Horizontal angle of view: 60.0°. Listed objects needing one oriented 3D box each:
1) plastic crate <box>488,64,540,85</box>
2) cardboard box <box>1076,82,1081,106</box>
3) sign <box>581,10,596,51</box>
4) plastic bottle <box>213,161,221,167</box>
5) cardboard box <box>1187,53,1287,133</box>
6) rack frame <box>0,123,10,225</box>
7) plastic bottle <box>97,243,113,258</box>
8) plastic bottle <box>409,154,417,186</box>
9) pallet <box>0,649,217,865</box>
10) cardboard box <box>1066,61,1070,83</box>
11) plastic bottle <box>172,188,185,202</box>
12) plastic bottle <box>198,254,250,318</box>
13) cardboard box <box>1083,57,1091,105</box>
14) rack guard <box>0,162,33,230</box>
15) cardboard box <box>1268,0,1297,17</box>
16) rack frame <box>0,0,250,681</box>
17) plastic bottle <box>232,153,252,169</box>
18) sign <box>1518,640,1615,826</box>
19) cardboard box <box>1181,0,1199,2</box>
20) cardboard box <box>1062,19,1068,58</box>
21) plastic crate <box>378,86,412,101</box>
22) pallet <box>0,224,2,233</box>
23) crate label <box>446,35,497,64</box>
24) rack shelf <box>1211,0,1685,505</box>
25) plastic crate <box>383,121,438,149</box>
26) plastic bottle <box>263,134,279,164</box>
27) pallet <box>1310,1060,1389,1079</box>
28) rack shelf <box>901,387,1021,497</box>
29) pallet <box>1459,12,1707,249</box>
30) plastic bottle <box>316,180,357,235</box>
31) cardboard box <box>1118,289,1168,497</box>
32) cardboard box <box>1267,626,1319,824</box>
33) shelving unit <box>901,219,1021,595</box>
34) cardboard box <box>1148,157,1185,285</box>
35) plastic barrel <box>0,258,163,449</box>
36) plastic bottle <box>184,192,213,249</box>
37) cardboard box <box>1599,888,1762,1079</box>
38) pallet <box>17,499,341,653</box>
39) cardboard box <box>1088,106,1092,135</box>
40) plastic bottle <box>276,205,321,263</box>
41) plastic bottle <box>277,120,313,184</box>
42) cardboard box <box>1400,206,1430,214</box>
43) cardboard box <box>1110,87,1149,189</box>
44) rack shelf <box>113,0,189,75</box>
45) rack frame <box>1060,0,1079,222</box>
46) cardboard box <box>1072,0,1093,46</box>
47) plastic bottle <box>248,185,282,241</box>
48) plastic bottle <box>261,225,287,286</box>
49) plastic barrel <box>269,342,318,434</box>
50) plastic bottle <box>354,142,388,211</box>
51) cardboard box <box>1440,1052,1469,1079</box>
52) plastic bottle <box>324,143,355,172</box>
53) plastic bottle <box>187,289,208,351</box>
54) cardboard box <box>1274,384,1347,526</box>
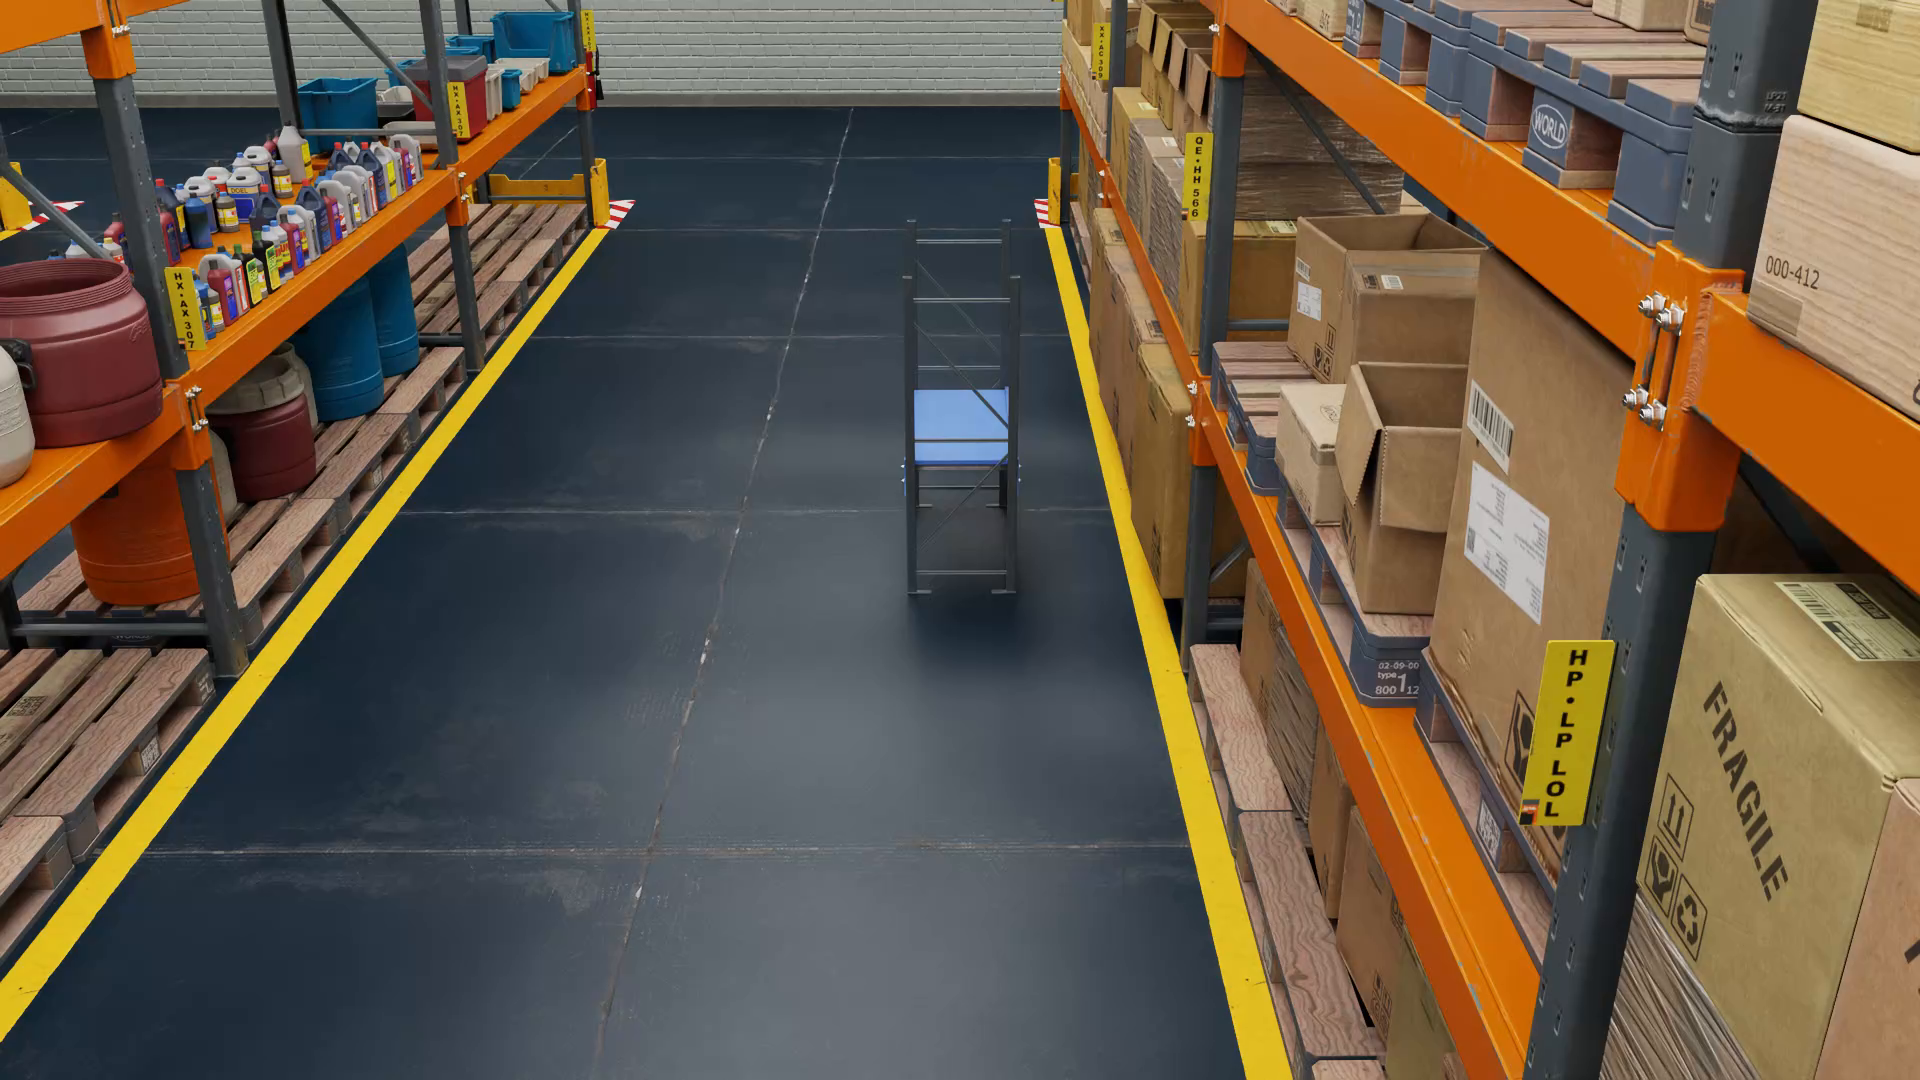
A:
[{"bbox_3d":[-3.424,-3.553,12.712,0.396,0.136,0.243,0,24,-1],"label":"plastic crate"},{"bbox_3d":[1.042,-3.226,12.048,0.380,0.149,0.250,-1,24,-2],"label":"cardboard box"},{"bbox_3d":[-3.052,-4.184,13.662,0.100,0.325,0.005,0,24,-1],"label":"sign"},{"bbox_3d":[-3.972,-1.880,8.908,0.061,0.283,0.133,0,24,-1],"label":"plastic bottle"},{"bbox_3d":[1.441,-1.898,7.469,0.797,0.503,0.637,0,24,1],"label":"cardboard box"},{"bbox_3d":[-8.555,-4.079,13.630,1.000,3.000,0.127,0,24,-1],"label":"rack frame"},{"bbox_3d":[-3.938,-1.261,7.640,0.097,0.201,0.097,0,24,0],"label":"plastic bottle"},{"bbox_3d":[-3.203,-2.153,9.611,0.097,0.201,0.097,0,24,0],"label":"plastic bottle"},{"bbox_3d":[-3.545,0.786,6.255,1.003,0.211,1.213,0,24,-1],"label":"pallet"},{"bbox_3d":[1.032,-3.649,12.983,0.380,0.149,0.250,-1,24,-2],"label":"cardboard box"},{"bbox_3d":[-3.947,-1.636,8.383,0.097,0.271,0.097,0,24,0],"label":"plastic bottle"},{"bbox_3d":[-3.202,-1.118,7.231,0.152,0.276,0.135,0,24,-1],"label":"plastic bottle"},{"bbox_3d":[1.113,-3.146,11.386,0.500,0.250,0.500,0,24,1],"label":"cardboard box"},{"bbox_3d":[-8.555,-2.909,14.076,1.175,0.500,0.348,0,24,-1],"label":"rack guard"},{"bbox_3d":[1.193,-1.718,4.950,0.500,0.250,0.500,0,24,1],"label":"cardboard box"},{"bbox_3d":[-3.515,-0.804,6.387,1.000,3.000,0.127,0,24,-1],"label":"rack frame"},{"bbox_3d":[-3.957,-2.002,9.193,0.097,0.271,0.097,0,24,0],"label":"plastic bottle"},{"bbox_3d":[0.926,0.299,2.544,0.100,0.325,0.005,0,24,-1],"label":"sign"},{"bbox_3d":[1.644,-3.082,10.334,0.500,0.500,0.500,0,24,-1],"label":"cardboard box"},{"bbox_3d":[1.086,-3.991,13.254,0.500,0.250,0.500,-1,24,-2],"label":"cardboard box"},{"bbox_3d":[-3.878,-3.075,11.657,0.293,0.136,0.466,0,24,-1],"label":"plastic crate"},{"bbox_3d":[-8.545,-2.449,13.409,1.003,0.211,1.213,0,24,-1],"label":"pallet"},{"bbox_3d":[-3.929,-3.948,13.470,0.416,0.233,0.303,0,24,-1],"label":"crate label"},{"bbox_3d":[1.459,-1.041,4.144,1.077,0.370,4.000,0,24,-1],"label":"rack shelf"},{"bbox_3d":[-3.421,-2.551,10.499,0.396,0.136,0.243,0,24,-1],"label":"plastic crate"},{"bbox_3d":[-3.980,-2.191,9.595,0.061,0.283,0.133,0,24,-1],"label":"plastic bottle"},{"bbox_3d":[1.471,1.772,4.076,1.003,0.211,1.213,0,24,-1],"label":"pallet"},{"bbox_3d":[0.001,-0.484,7.937,0.538,0.185,1.000,0,24,-1],"label":"rack shelf"},{"bbox_3d":[1.581,-0.714,2.776,1.213,0.211,1.003,0,24,-1],"label":"pallet"},{"bbox_3d":[-3.218,-1.725,8.575,0.152,0.276,0.135,0,24,-1],"label":"plastic bottle"},{"bbox_3d":[1.449,-0.701,8.229,1.225,0.875,0.875,0,24,0],"label":"cardboard box"},{"bbox_3d":[1.484,0.617,5.745,0.700,0.500,0.500,-2,24,-5],"label":"cardboard box"},{"bbox_3d":[0.001,-0.648,7.863,0.538,1.500,1.048,0,24,-1],"label":"shelving unit"},{"bbox_3d":[1.176,-1.493,7.790,0.500,0.500,0.500,-1,24,-2],"label":"cardboard box"},{"bbox_3d":[-3.207,-0.676,5.939,0.600,0.536,0.708,0,24,-1],"label":"plastic barrel"},{"bbox_3d":[-3.802,-1.596,8.295,0.097,0.271,0.097,0,24,0],"label":"plastic bottle"},{"bbox_3d":[1.424,0.827,2.299,0.875,0.500,0.500,0,24,-1],"label":"cardboard box"},{"bbox_3d":[-3.565,0.142,7.679,1.003,0.211,1.213,0,24,-1],"label":"pallet"},{"bbox_3d":[1.055,-2.802,11.109,0.380,0.149,0.250,0,24,0],"label":"cardboard box"},{"bbox_3d":[-3.212,-1.498,8.073,0.152,0.276,0.135,0,24,-1],"label":"plastic bottle"},{"bbox_3d":[-3.879,-2.266,9.681,0.144,0.351,0.185,0,24,-1],"label":"plastic bottle"},{"bbox_3d":[1.704,-1.073,6.861,0.500,0.500,0.500,0,24,1],"label":"cardboard box"},{"bbox_3d":[1.149,-2.329,9.638,0.500,0.500,0.500,0,24,0],"label":"cardboard box"},{"bbox_3d":[-3.537,-2.667,7.739,1.077,0.370,4.000,0,24,-1],"label":"rack shelf"},{"bbox_3d":[1.350,-4.122,13.725,1.000,3.000,0.127,0,24,-1],"label":"rack frame"},{"bbox_3d":[1.103,-3.913,12.172,0.500,0.500,0.500,-1,24,-2],"label":"cardboard box"},{"bbox_3d":[-3.360,-1.542,8.079,0.144,0.351,0.185,0,24,-1],"label":"plastic bottle"},{"bbox_3d":[-3.179,-1.313,7.670,0.097,0.271,0.097,0,24,0],"label":"plastic bottle"},{"bbox_3d":[-3.645,-0.761,8.801,0.421,0.512,0.421,0,24,0],"label":"plastic barrel"},{"bbox_3d":[-3.219,-1.976,9.039,0.144,0.351,0.185,0,24,-1],"label":"plastic bottle"},{"bbox_3d":[1.496,1.508,3.776,0.700,0.500,0.500,-2,24,-5],"label":"cardboard box"},{"bbox_3d":[-3.364,-1.975,9.037,0.144,0.351,0.185,0,24,-1],"label":"plastic bottle"},{"bbox_3d":[-3.197,-0.927,6.810,0.152,0.276,0.135,0,24,-1],"label":"plastic bottle"},{"bbox_3d":[1.226,-0.257,4.851,0.500,0.250,0.500,-1,24,-2],"label":"cardboard box"}]
